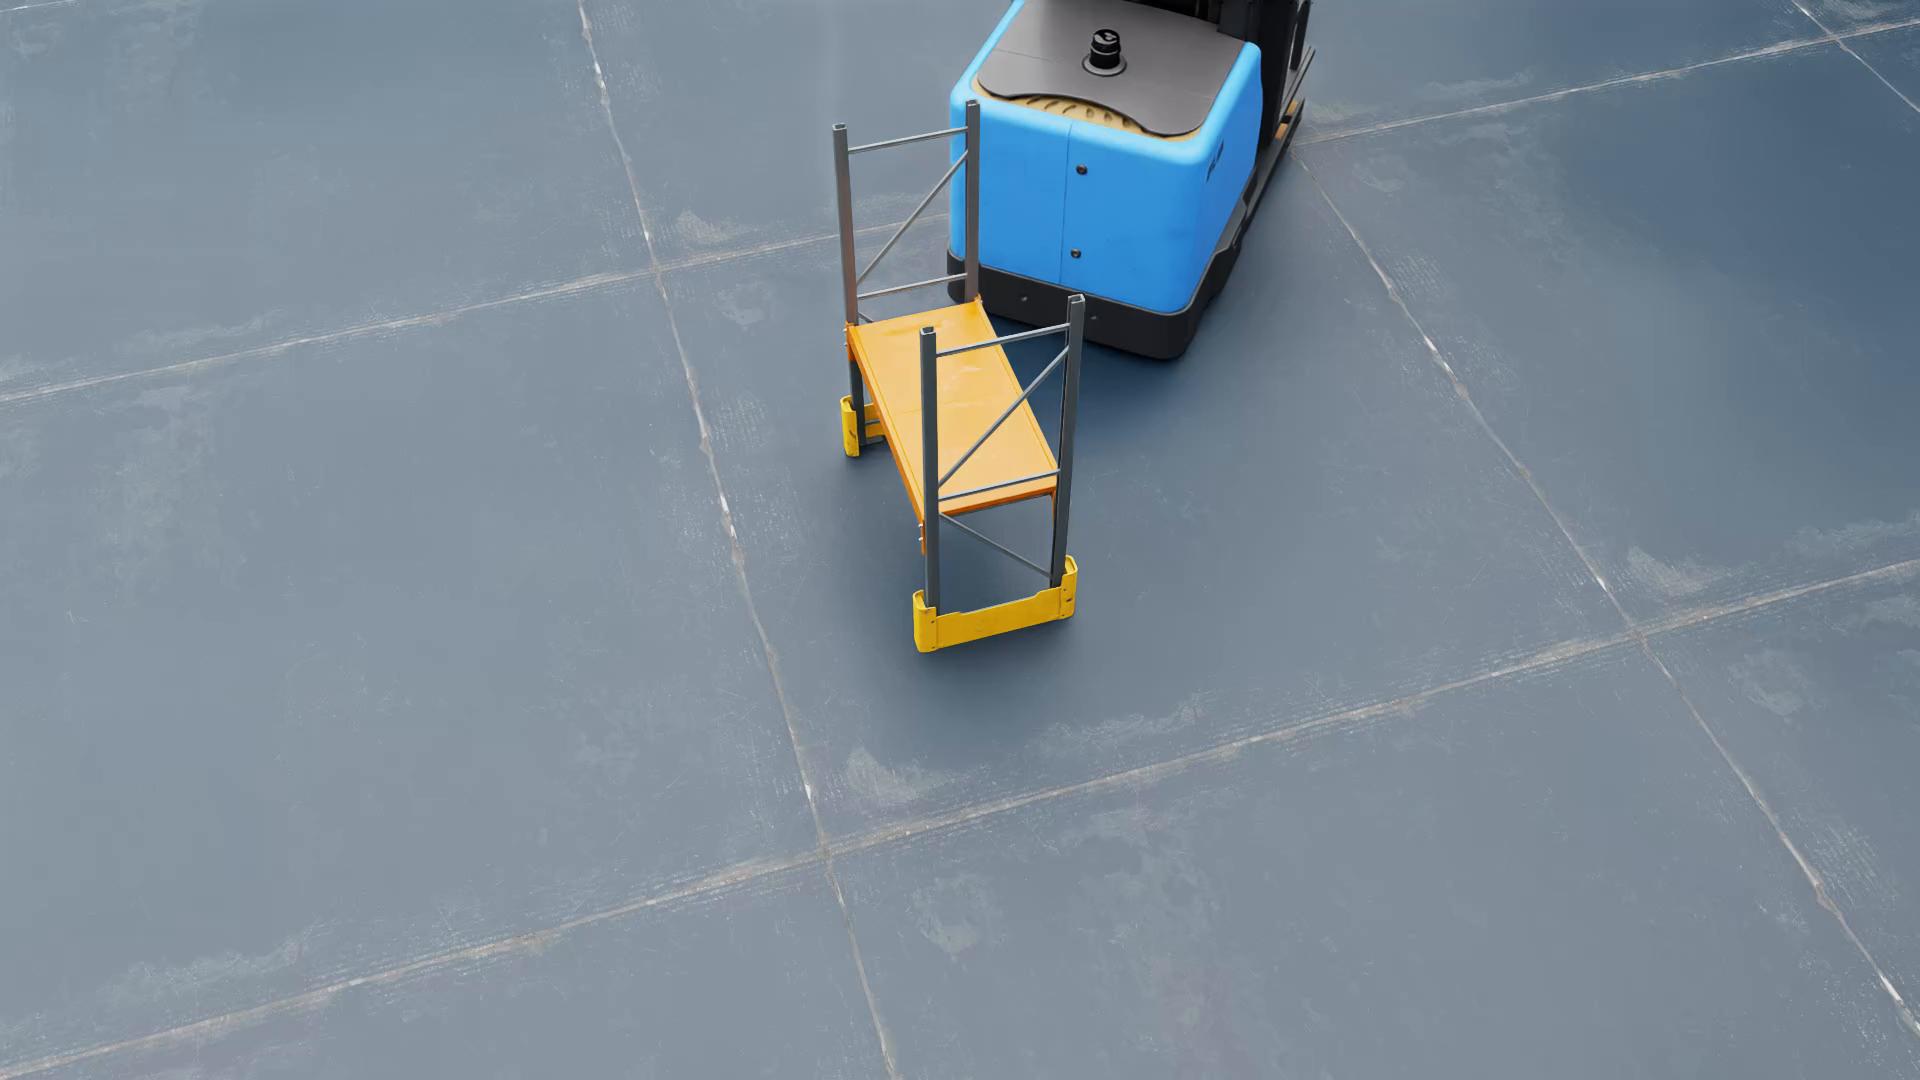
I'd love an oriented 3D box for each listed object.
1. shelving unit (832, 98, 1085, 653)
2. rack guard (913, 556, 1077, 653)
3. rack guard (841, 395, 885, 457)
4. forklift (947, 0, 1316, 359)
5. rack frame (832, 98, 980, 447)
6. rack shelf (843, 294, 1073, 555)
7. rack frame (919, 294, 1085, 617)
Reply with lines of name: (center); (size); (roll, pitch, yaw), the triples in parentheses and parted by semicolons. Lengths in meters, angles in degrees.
shelving unit: (-0.023, -0.539, 5.724); (0.587, 1.500, 1.083); (-13, 51, -11)
rack guard: (0.125, 0.227, 5.895); (0.587, 0.250, 0.087); (-13, 51, -11)
rack guard: (-0.170, -0.500, 6.508); (0.587, 0.250, 0.087); (-13, 51, -11)
forklift: (0.974, -2.834, 6.722); (1.130, 2.935, 3.031); (17, 52, 14)
rack frame: (-0.176, -0.917, 6.042); (0.500, 1.500, 0.032); (-13, 51, -11)
rack shelf: (-0.025, -0.430, 5.867); (0.538, 0.185, 1.000); (-13, 51, -11)
rack frame: (0.125, -0.174, 5.416); (0.500, 1.500, 0.032); (-13, 51, -11)
